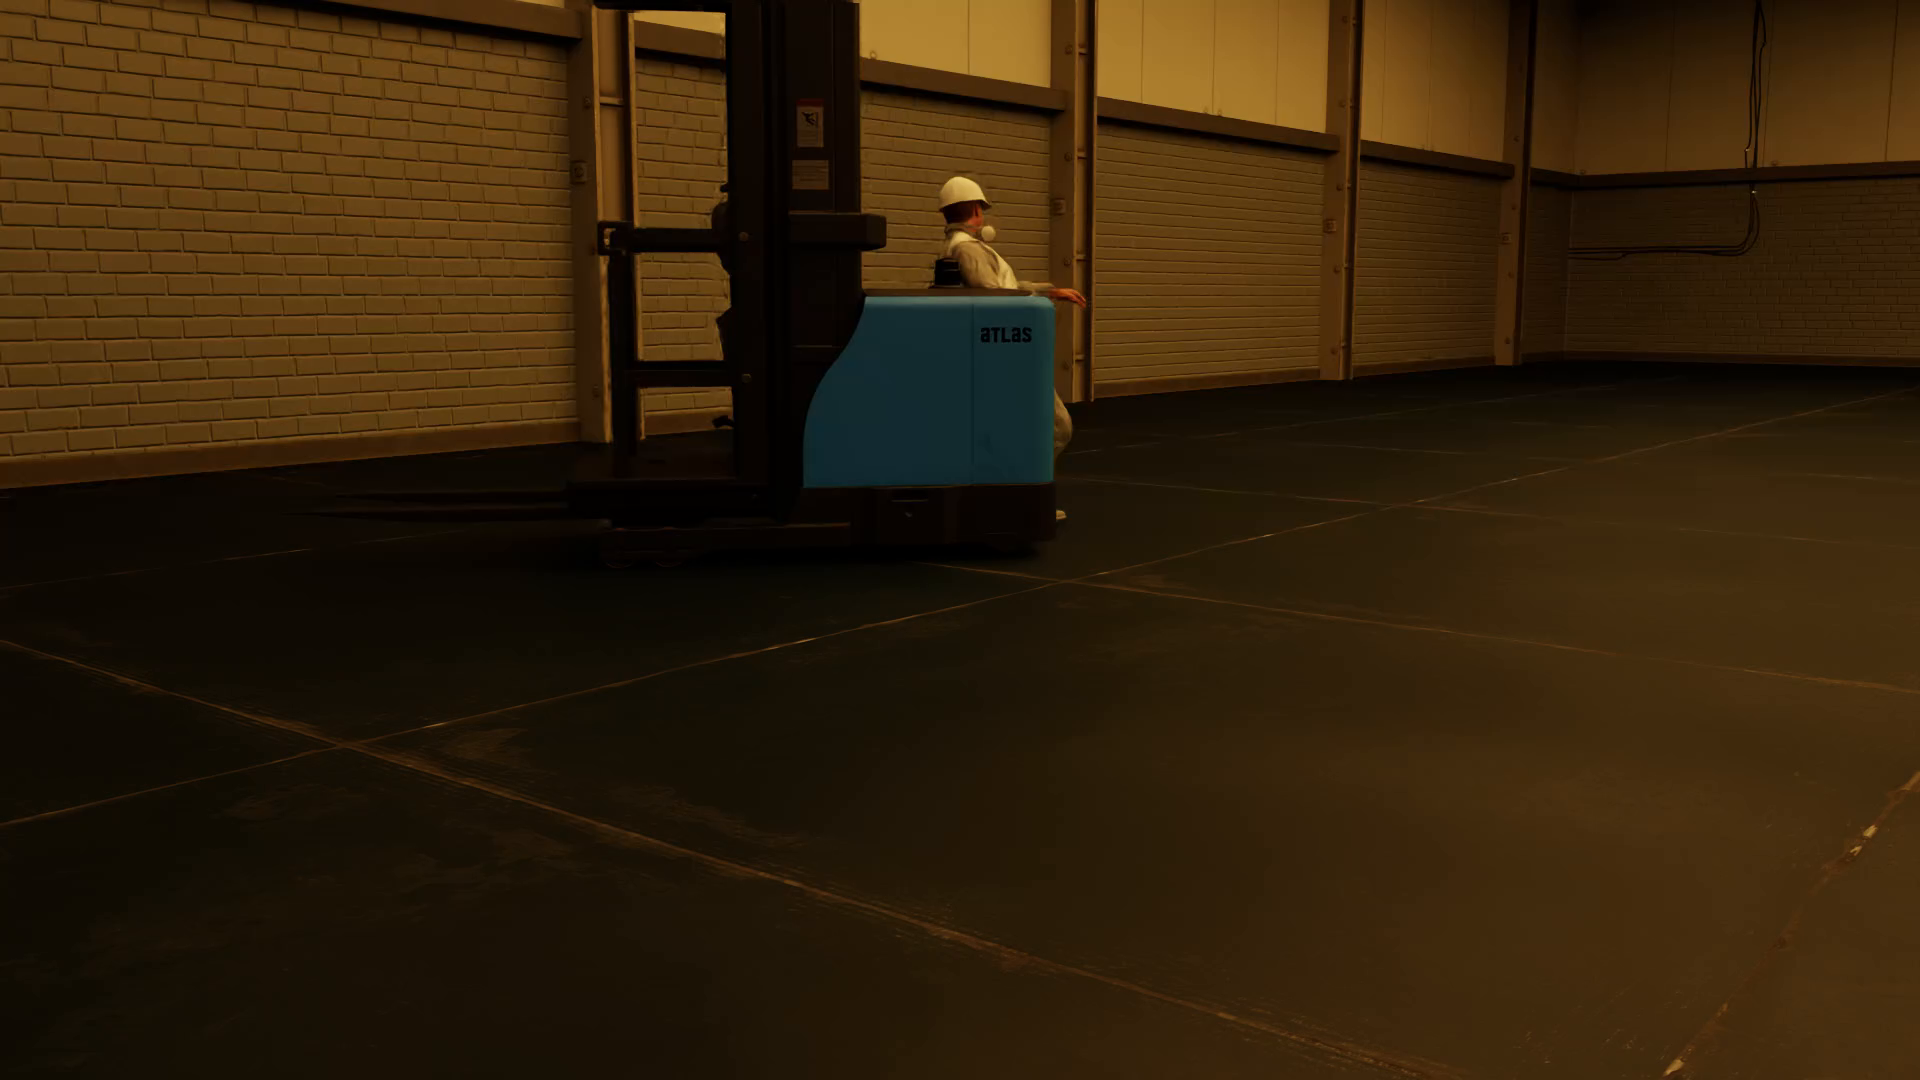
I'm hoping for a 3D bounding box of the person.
[{"bbox_3d":[0.214,-0.901,7.886,0.840,1.629,0.781,-3,9,-20],"label":"person"}]

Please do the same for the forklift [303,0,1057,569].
[{"bbox_3d":[-1.159,-1.417,6.963,3.031,2.935,1.130,-1,8,-9],"label":"forklift"}]
